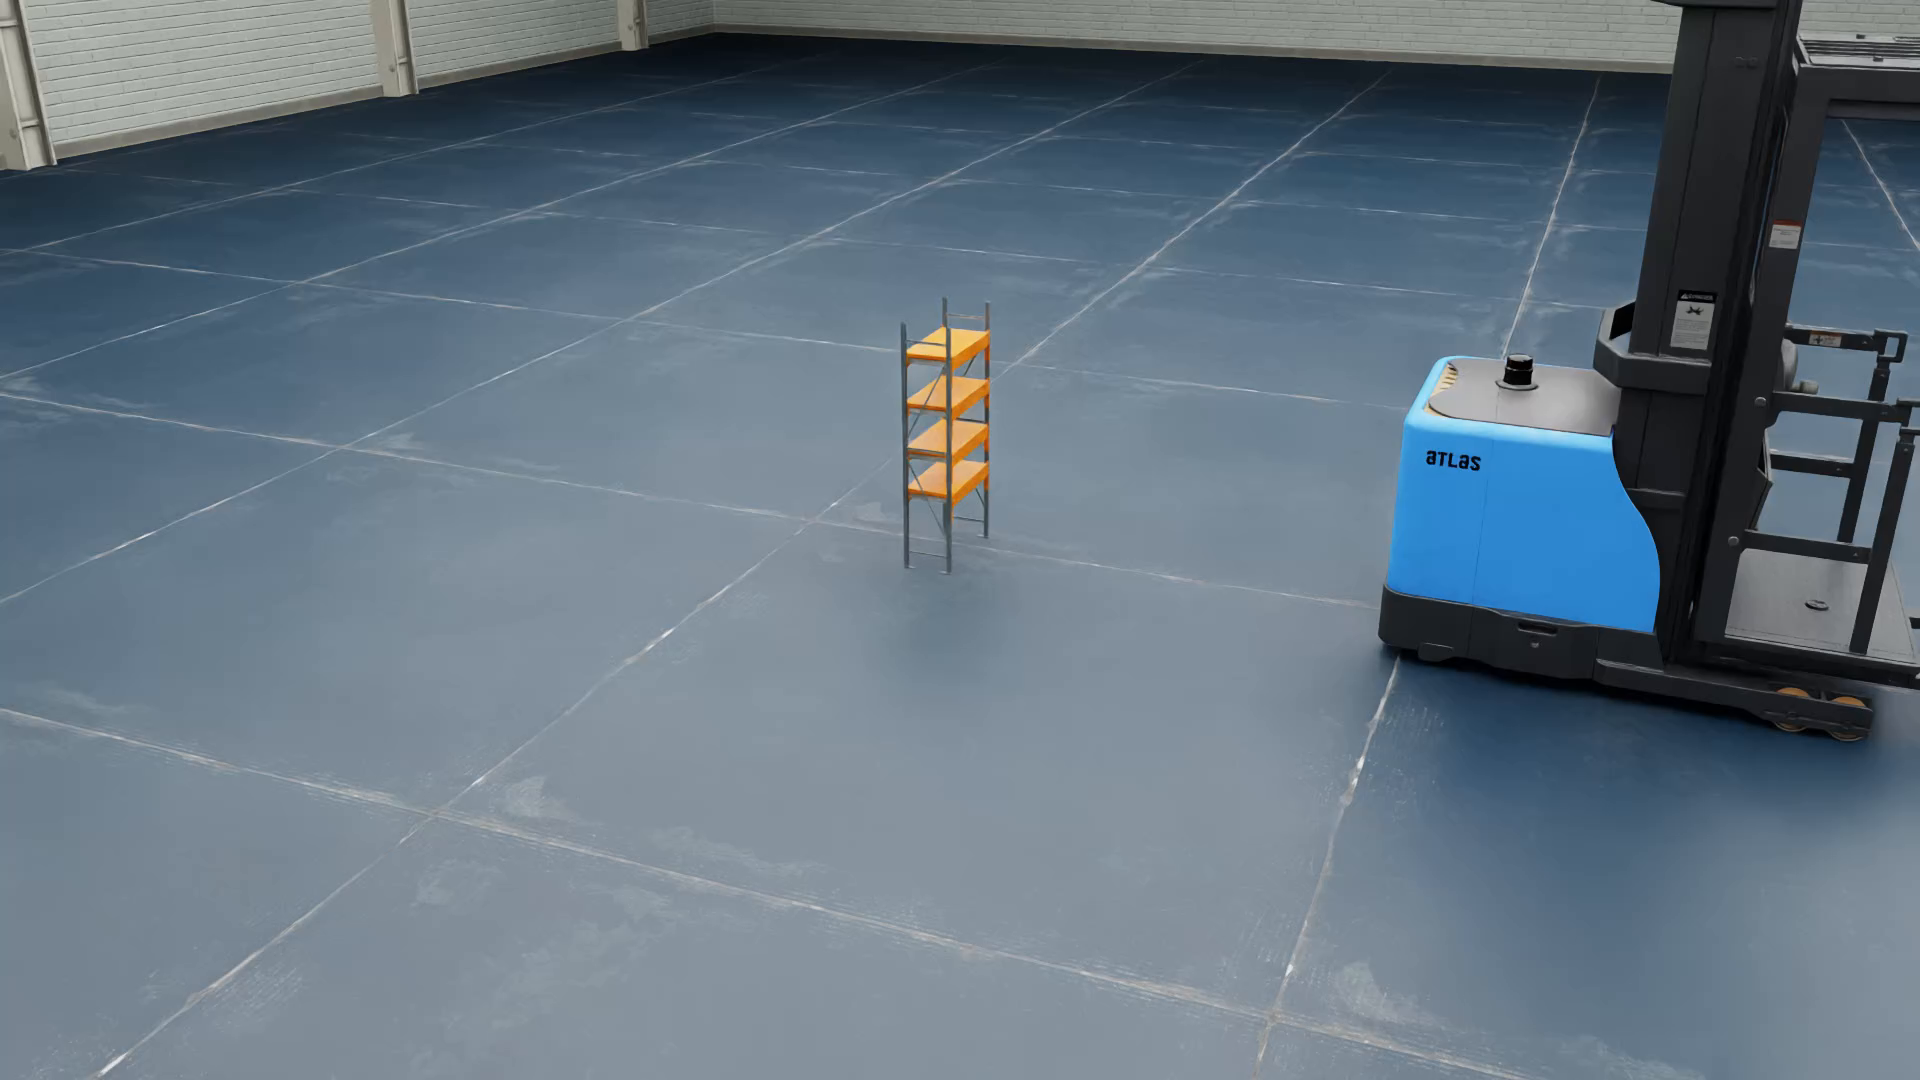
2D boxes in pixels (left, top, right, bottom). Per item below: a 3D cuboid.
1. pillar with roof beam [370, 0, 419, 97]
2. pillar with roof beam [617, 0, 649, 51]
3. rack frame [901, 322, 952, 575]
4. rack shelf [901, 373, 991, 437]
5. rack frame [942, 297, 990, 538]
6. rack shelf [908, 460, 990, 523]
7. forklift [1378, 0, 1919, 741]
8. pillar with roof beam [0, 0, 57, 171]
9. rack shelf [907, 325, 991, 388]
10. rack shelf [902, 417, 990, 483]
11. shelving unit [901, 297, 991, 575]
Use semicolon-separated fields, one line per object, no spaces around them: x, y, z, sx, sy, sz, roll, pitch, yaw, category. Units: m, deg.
-3.733;-9.690;19.773;9.100;9.000;0.400;9;24;20;pillar with roof beam
-1.505;-11.837;24.913;9.100;9.000;0.400;9;24;20;pillar with roof beam
-0.152;-0.407;7.668;0.240;1.200;0.015;9;24;20;rack frame
-0.062;-0.639;7.817;0.258;0.148;0.480;9;24;20;rack shelf
0.029;-0.582;8.086;0.240;1.200;0.015;9;24;20;rack frame
-0.061;-0.249;7.979;0.258;0.148;0.480;9;24;20;rack shelf
3.348;-0.811;6.390;3.031;2.935;1.130;9;24;21;forklift
-5.962;-7.543;14.632;9.100;9.000;0.400;9;24;20;pillar with roof beam
-0.062;-0.857;7.725;0.258;0.148;0.480;9;24;20;rack shelf
-0.061;-0.432;7.903;0.258;0.148;0.480;9;24;20;rack shelf
-0.061;-0.494;7.877;0.258;1.200;0.503;9;24;20;shelving unit
